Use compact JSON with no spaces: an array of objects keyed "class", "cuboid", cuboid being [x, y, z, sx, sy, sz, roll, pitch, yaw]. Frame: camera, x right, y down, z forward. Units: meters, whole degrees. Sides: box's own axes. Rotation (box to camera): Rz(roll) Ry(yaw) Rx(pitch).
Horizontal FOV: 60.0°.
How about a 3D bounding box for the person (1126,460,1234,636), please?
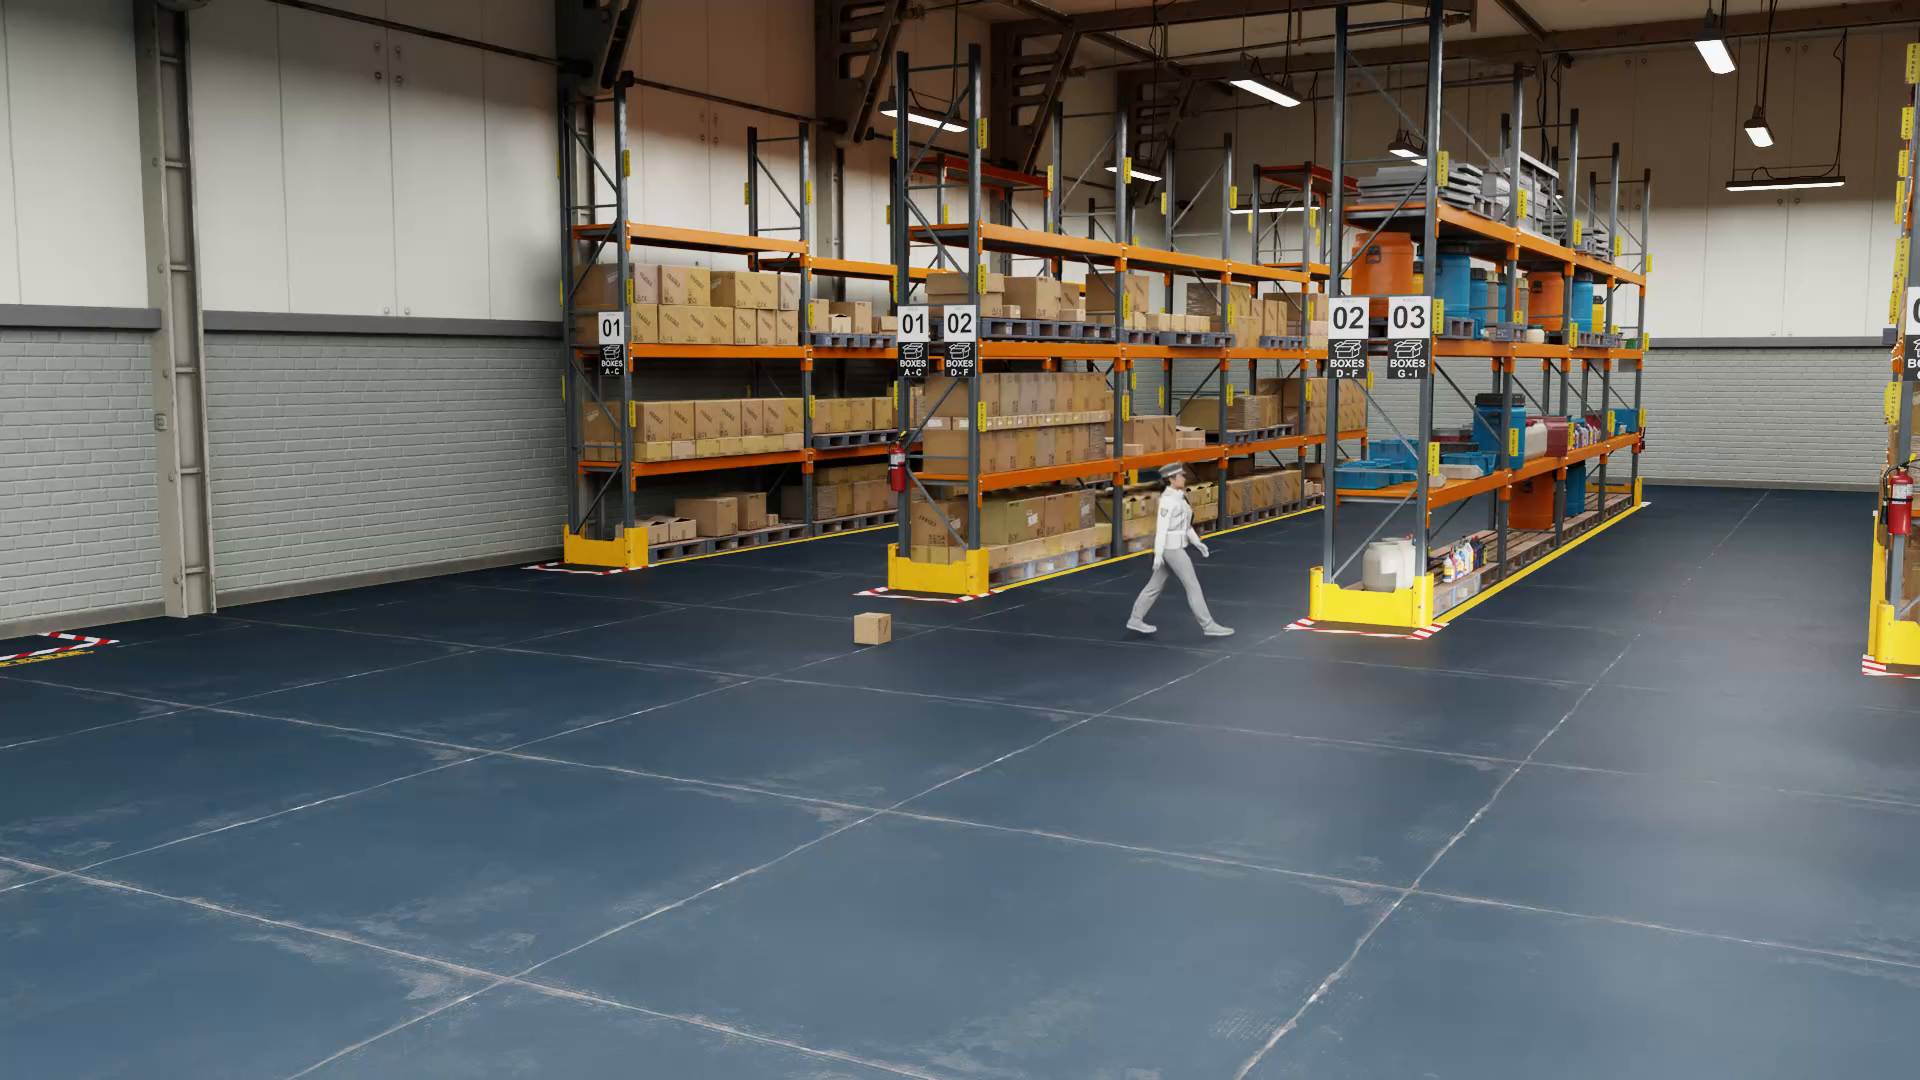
[{"class":"person","cuboid":[2.059,0.067,15.470,1.012,1.626,0.503,1,6,11]}]
